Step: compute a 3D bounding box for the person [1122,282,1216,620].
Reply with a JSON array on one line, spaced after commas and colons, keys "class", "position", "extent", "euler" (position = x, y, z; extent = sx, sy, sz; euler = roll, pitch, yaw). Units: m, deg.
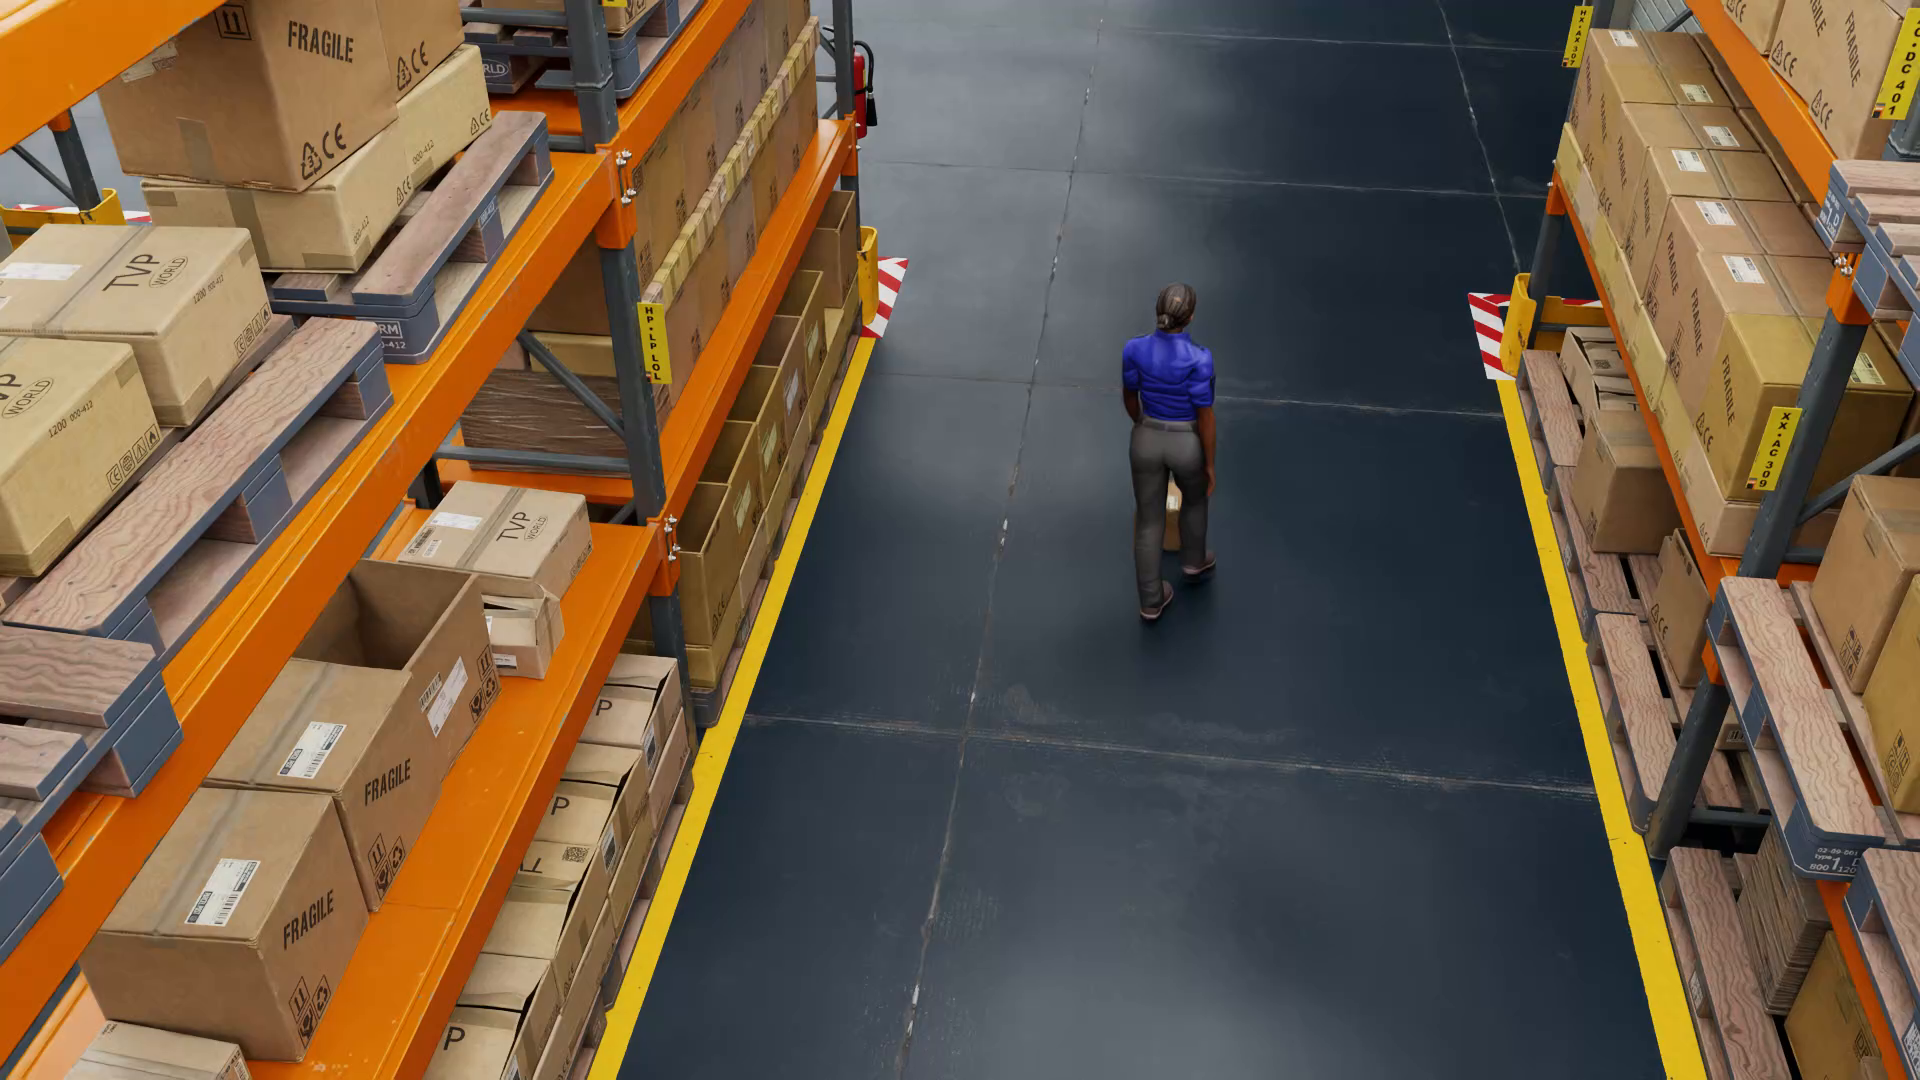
[{"class": "person", "position": [0.972, -0.446, 7.646], "extent": [0.492, 1.670, 0.665], "euler": [11, 38, 15]}]
